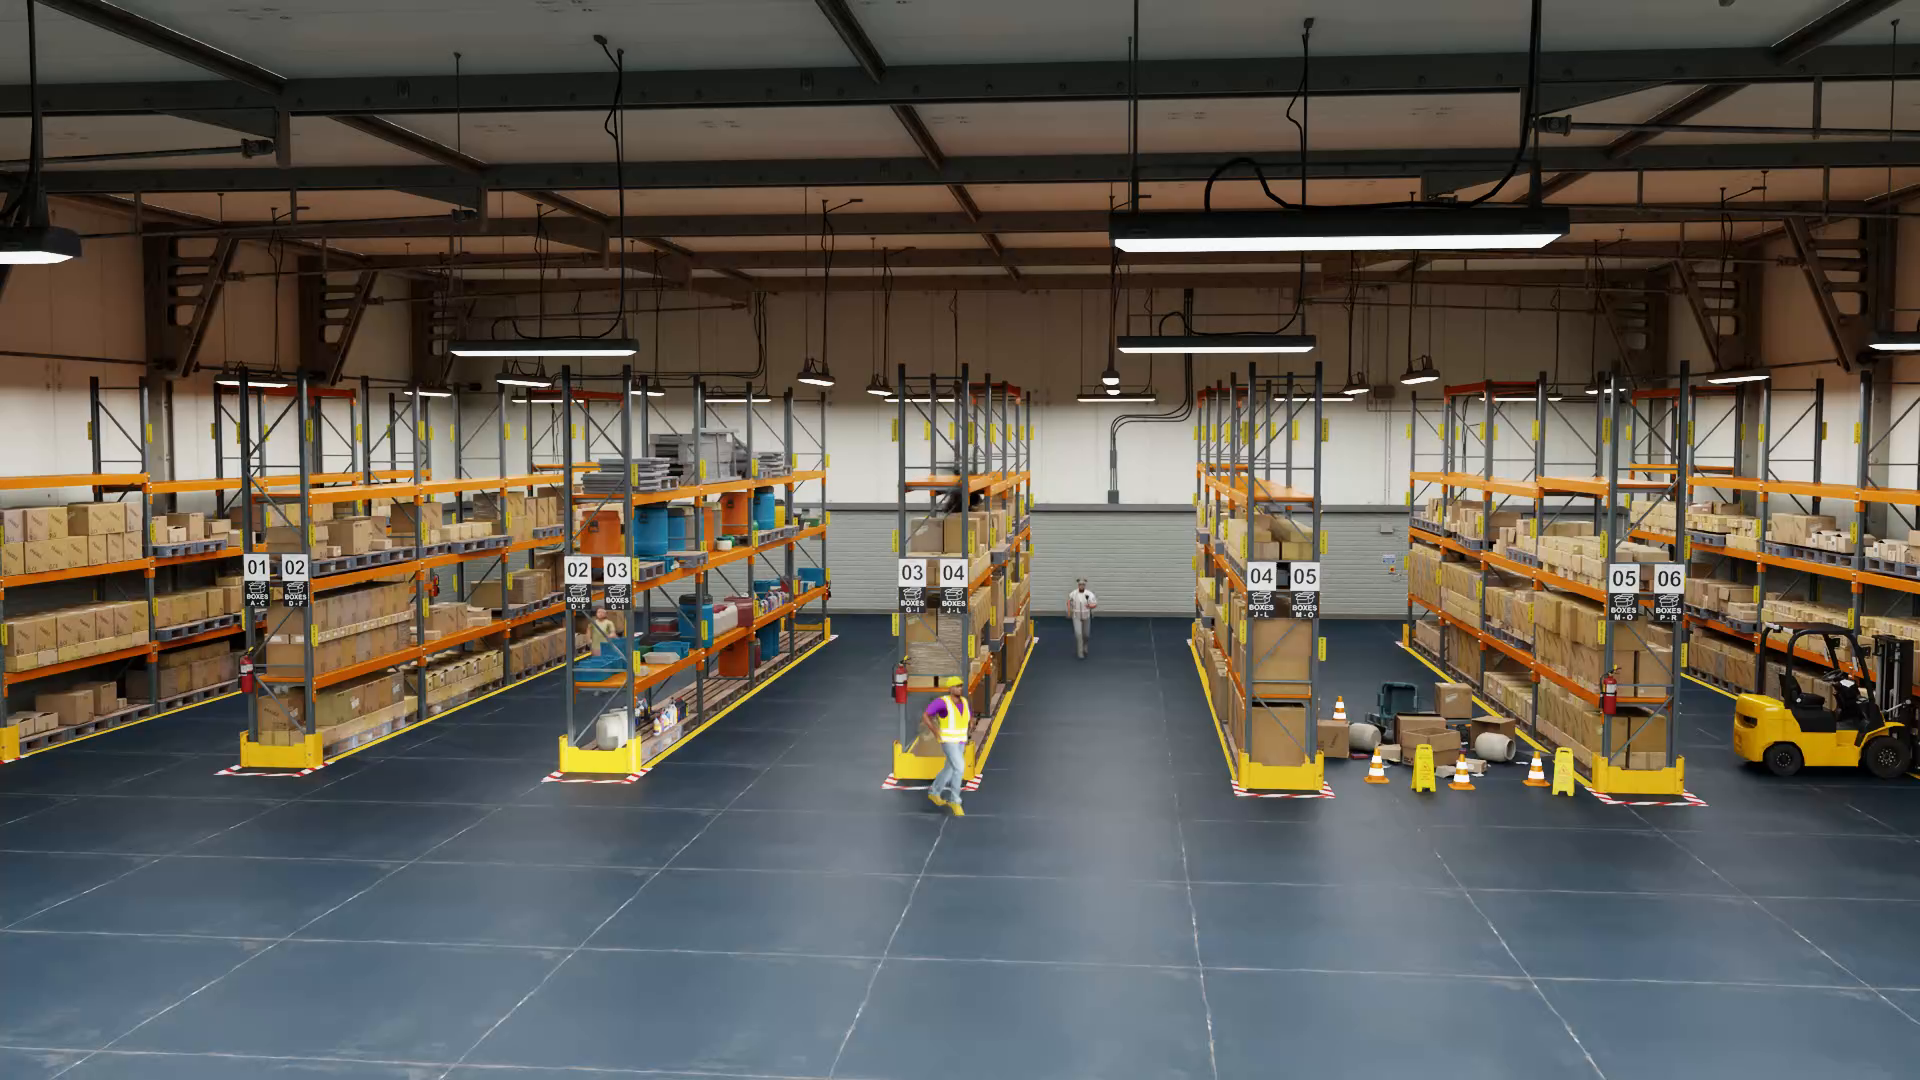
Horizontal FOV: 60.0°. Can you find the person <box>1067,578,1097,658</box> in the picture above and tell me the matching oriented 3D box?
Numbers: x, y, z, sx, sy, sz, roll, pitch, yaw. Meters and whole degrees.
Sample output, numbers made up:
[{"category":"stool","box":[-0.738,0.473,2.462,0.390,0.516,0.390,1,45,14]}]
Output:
[{"category":"person","box":[2.715,1.721,37.142,0.652,1.755,0.939,0,4,3]}]

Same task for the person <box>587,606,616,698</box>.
[{"category":"person","box":[-6.861,2.123,31.829,0.549,1.721,0.756,-1,4,-10]}]

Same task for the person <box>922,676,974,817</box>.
[{"category":"person","box":[-0.102,2.707,22.035,0.725,1.833,0.723,3,5,42]}]

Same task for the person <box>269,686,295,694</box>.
[{"category":"person","box":[-11.613,2.308,28.646,0.712,1.739,0.652,0,4,3]}]
